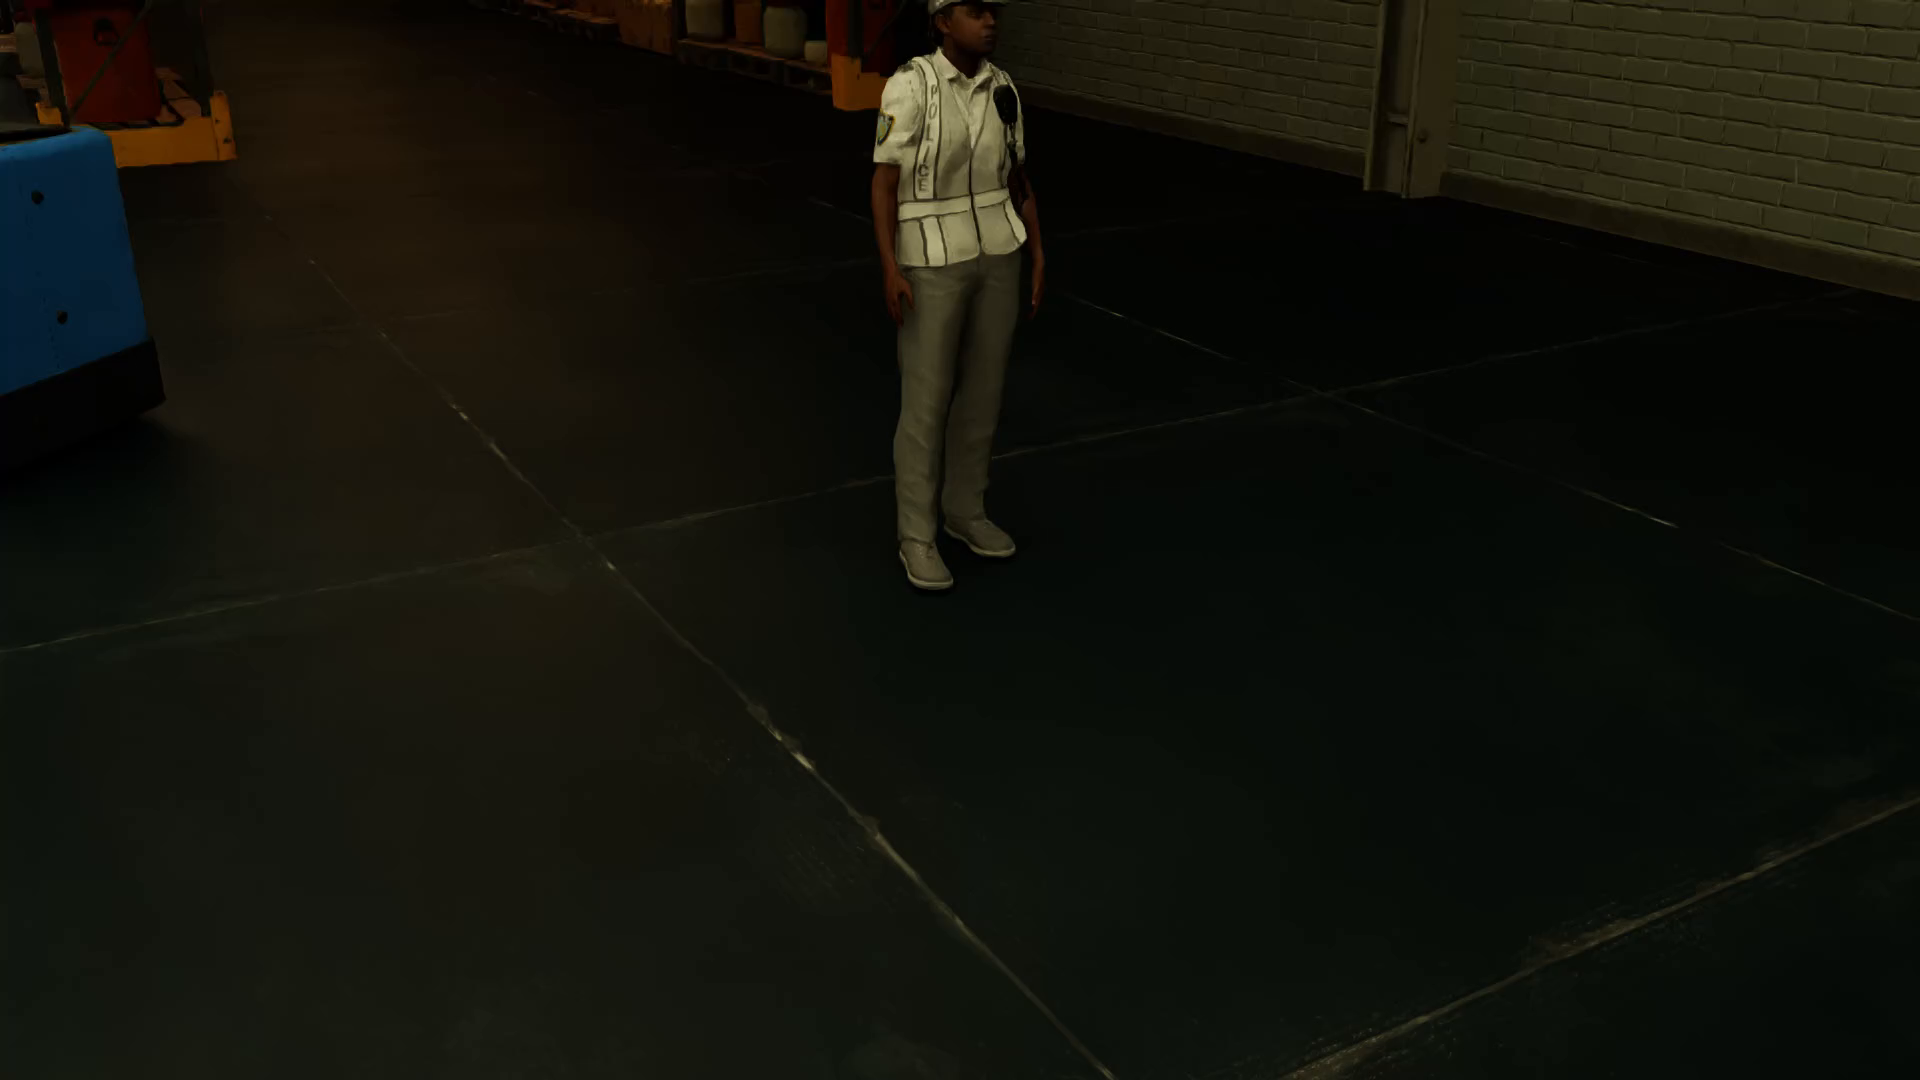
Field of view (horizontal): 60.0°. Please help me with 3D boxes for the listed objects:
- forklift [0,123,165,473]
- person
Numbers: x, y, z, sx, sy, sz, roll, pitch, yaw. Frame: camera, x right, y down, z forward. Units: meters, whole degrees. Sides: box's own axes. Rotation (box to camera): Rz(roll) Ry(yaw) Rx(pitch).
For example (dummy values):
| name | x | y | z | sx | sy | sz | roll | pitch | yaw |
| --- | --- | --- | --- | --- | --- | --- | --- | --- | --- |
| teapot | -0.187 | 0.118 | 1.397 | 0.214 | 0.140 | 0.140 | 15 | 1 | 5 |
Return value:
| name | x | y | z | sx | sy | sz | roll | pitch | yaw |
| --- | --- | --- | --- | --- | --- | --- | --- | --- | --- |
| forklift | -4.542 | -1.780 | 5.612 | 3.031 | 2.935 | 1.130 | 6 | 23 | 13 |
| person | 0.021 | -0.763 | 4.741 | 0.570 | 1.695 | 0.529 | -12 | 25 | -28 |
